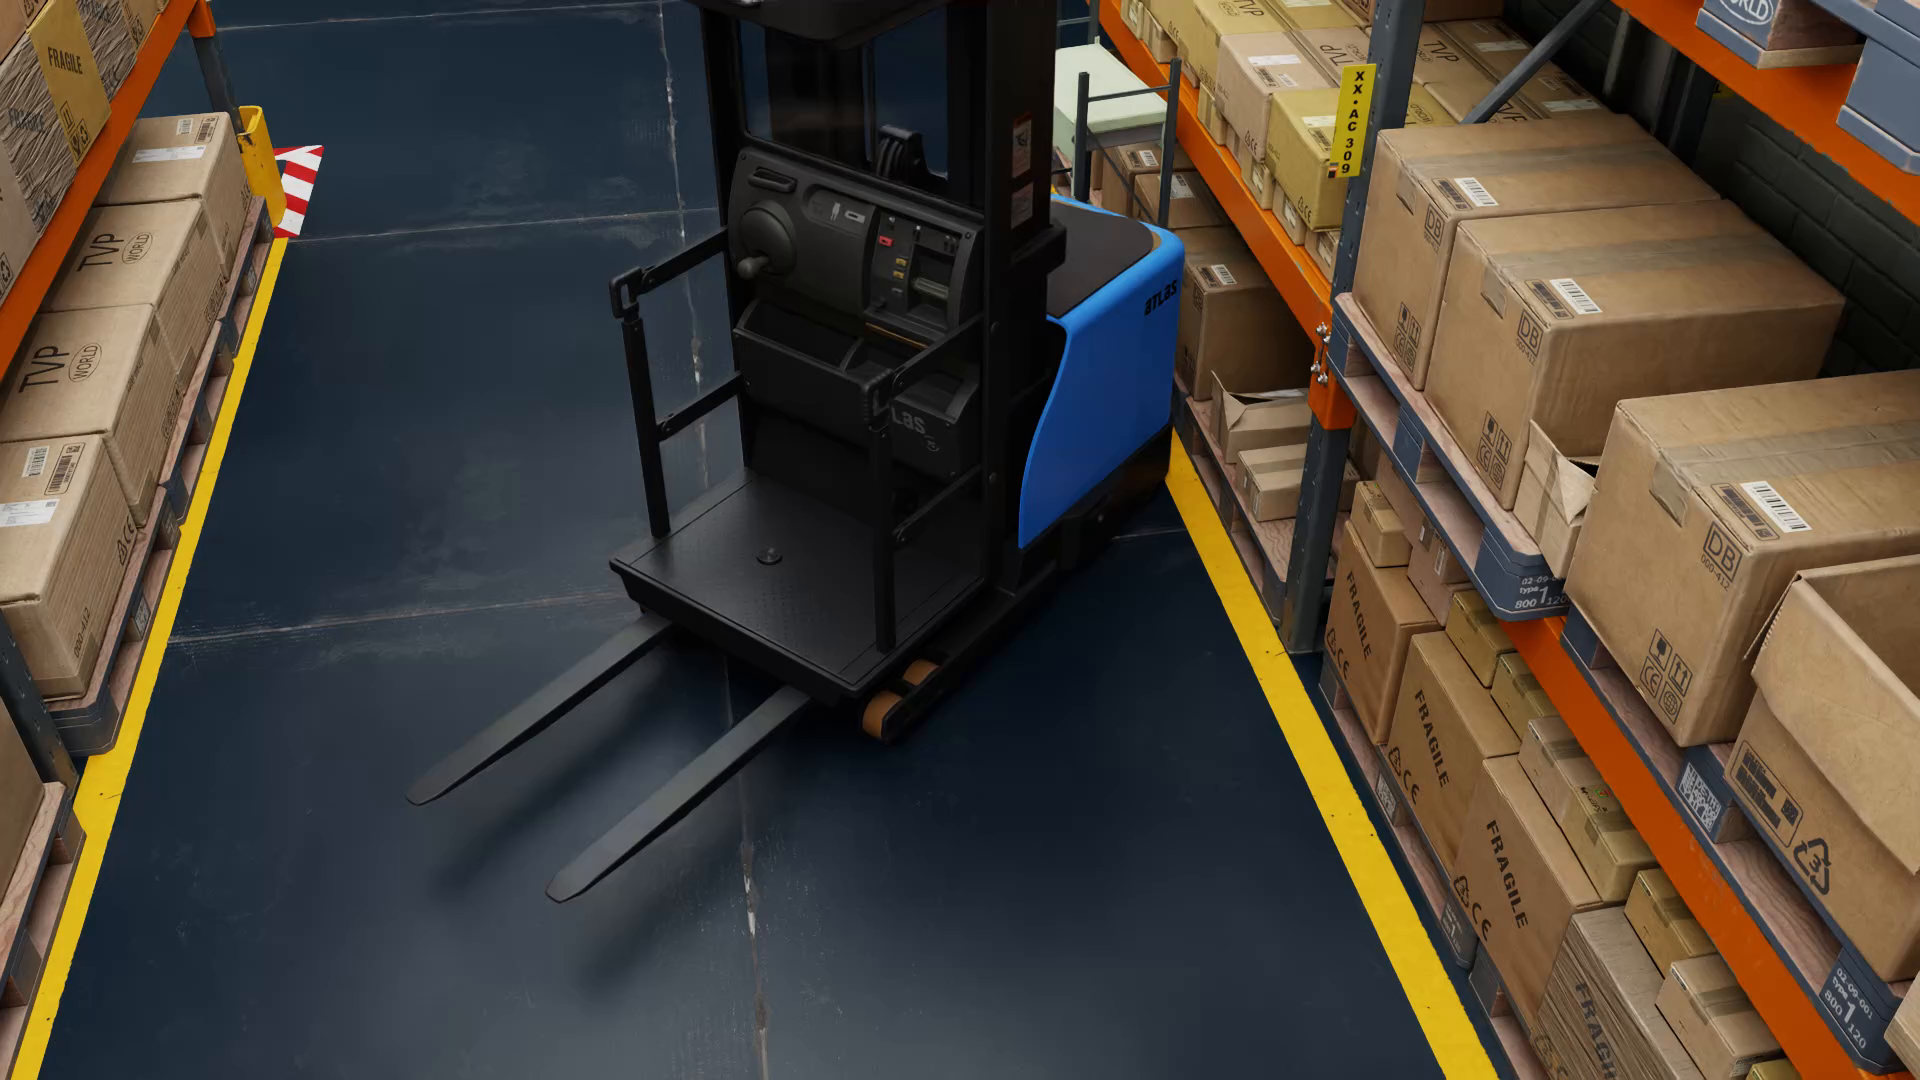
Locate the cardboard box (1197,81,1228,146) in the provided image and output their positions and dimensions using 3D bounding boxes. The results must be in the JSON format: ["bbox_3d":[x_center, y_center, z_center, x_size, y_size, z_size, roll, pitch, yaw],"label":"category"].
[{"bbox_3d":[1.082,-1.561,6.019,0.380,0.149,0.250,-7,38,-9],"label":"cardboard box"}]

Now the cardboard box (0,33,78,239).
[{"bbox_3d":[-3.261,-1.293,5.388,0.500,0.500,0.500,-6,38,-8],"label":"cardboard box"}]

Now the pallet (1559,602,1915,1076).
[{"bbox_3d":[1.970,0.445,3.389,1.003,0.211,1.213,-6,38,-8],"label":"pallet"}]

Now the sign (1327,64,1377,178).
[{"bbox_3d":[1.082,-1.152,4.582,0.100,0.325,0.005,-6,38,-8],"label":"sign"}]

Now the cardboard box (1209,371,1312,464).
[{"bbox_3d":[1.165,-0.480,6.308,0.396,0.266,0.258,-5,38,-6],"label":"cardboard box"}]

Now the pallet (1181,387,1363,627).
[{"bbox_3d":[1.495,-0.186,6.318,1.003,0.211,1.213,-6,38,-8],"label":"pallet"}]

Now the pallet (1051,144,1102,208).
[{"bbox_3d":[1.067,-1.660,8.215,1.003,0.211,1.213,-6,38,-8],"label":"pallet"}]

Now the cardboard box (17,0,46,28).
[{"bbox_3d":[-3.364,-2.006,5.491,0.500,0.500,0.500,-6,38,-8],"label":"cardboard box"}]

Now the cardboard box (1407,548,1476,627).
[{"bbox_3d":[1.540,0.097,4.847,0.380,0.149,0.250,-7,38,-9],"label":"cardboard box"}]

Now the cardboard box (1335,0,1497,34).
[{"bbox_3d":[1.610,-1.873,6.096,0.500,0.250,0.500,-5,38,-7],"label":"cardboard box"}]

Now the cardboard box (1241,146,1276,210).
[{"bbox_3d":[1.174,-1.248,5.617,0.380,0.149,0.250,-5,38,-7],"label":"cardboard box"}]

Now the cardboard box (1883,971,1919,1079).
[{"bbox_3d":[1.812,0.834,2.511,0.500,0.250,0.500,-8,39,-10],"label":"cardboard box"}]

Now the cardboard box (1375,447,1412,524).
[{"bbox_3d":[1.475,-0.186,4.969,0.380,0.149,0.250,-7,38,-9],"label":"cardboard box"}]

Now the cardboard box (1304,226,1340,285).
[{"bbox_3d":[1.310,-0.939,5.219,0.380,0.149,0.250,-6,38,-7],"label":"cardboard box"}]

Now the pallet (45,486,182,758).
[{"bbox_3d":[-3.328,0.297,5.696,1.003,0.211,1.213,-6,38,-8],"label":"pallet"}]

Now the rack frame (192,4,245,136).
[{"bbox_3d":[-3.973,-2.753,7.348,1.000,3.000,0.127,-6,38,-8],"label":"rack frame"}]

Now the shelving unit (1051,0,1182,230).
[{"bbox_3d":[0.491,-1.331,6.741,0.431,1.500,0.755,-13,40,-16],"label":"shelving unit"}]

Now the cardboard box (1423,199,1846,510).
[{"bbox_3d":[1.570,-0.449,3.959,0.700,0.500,0.500,-6,38,-7],"label":"cardboard box"}]

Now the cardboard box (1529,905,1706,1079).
[{"bbox_3d":[1.749,1.201,3.954,0.500,0.500,0.500,-8,38,-10],"label":"cardboard box"}]

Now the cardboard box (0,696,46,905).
[{"bbox_3d":[-3.084,0.702,4.290,0.875,0.875,0.875,-5,38,-7],"label":"cardboard box"}]

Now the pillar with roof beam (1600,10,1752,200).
[{"bbox_3d":[-1.858,-3.296,3.158,9.100,9.000,0.400,-6,38,-8],"label":"pillar with roof beam"}]

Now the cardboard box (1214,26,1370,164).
[{"bbox_3d":[1.183,-1.513,5.633,0.500,0.250,0.500,-6,38,-8],"label":"cardboard box"}]

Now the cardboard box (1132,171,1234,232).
[{"bbox_3d":[1.033,-1.237,7.093,0.500,0.500,0.500,-6,38,-7],"label":"cardboard box"}]

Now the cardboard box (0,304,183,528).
[{"bbox_3d":[-3.434,-0.422,6.095,0.875,0.438,0.875,-7,38,-9],"label":"cardboard box"}]

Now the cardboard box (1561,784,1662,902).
[{"bbox_3d":[1.706,0.720,4.045,0.380,0.149,0.250,-5,38,-6],"label":"cardboard box"}]

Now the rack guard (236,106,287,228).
[{"bbox_3d":[-3.977,-1.780,8.134,1.175,0.500,0.348,-6,38,-8],"label":"rack guard"}]

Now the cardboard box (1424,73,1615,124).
[{"bbox_3d":[1.794,-1.259,5.306,0.500,0.250,0.500,-7,38,-8],"label":"cardboard box"}]

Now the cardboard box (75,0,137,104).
[{"bbox_3d":[-3.455,-1.915,6.188,0.500,0.500,0.500,-5,38,-7],"label":"cardboard box"}]

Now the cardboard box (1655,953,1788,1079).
[{"bbox_3d":[1.775,1.033,3.641,0.380,0.149,0.250,-8,39,-10],"label":"cardboard box"}]

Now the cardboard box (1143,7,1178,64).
[{"bbox_3d":[0.944,-2.021,6.612,0.380,0.149,0.250,-5,38,-7],"label":"cardboard box"}]

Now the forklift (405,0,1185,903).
[{"bbox_3d":[-0.469,-0.845,4.948,1.130,2.935,3.031,25,44,28],"label":"forklift"}]

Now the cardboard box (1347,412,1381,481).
[{"bbox_3d":[1.731,-0.401,6.171,0.500,0.311,0.500,-5,38,-6],"label":"cardboard box"}]

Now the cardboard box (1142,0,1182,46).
[{"bbox_3d":[1.019,-2.127,6.423,0.500,0.250,0.500,-7,38,-9],"label":"cardboard box"}]

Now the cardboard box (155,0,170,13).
[{"bbox_3d":[-3.628,-2.529,6.979,0.500,0.500,0.500,-6,38,-8],"label":"cardboard box"}]

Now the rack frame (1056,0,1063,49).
[{"bbox_3d":[0.913,-3.289,8.038,1.000,3.000,0.127,-6,38,-8],"label":"rack frame"}]

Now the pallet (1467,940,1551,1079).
[{"bbox_3d":[2.012,1.454,4.206,1.003,0.211,1.213,-6,38,-8],"label":"pallet"}]

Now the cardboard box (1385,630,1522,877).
[{"bbox_3d":[1.581,0.585,4.747,0.500,0.500,0.500,-7,38,-9],"label":"cardboard box"}]

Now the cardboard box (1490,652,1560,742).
[{"bbox_3d":[1.658,0.414,4.438,0.380,0.149,0.250,-7,38,-9],"label":"cardboard box"}]

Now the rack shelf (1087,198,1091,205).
[{"bbox_3d":[0.491,-1.074,6.941,0.431,0.370,0.720,-13,40,-16],"label":"rack shelf"}]

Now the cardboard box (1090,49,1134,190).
[{"bbox_3d":[0.927,-2.089,8.187,0.797,0.503,0.637,-8,38,-10],"label":"cardboard box"}]

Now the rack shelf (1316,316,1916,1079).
[{"bbox_3d":[1.965,0.619,3.594,1.077,0.370,4.000,-6,38,-8],"label":"rack shelf"}]

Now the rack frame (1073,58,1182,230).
[{"bbox_3d":[0.617,-1.120,6.470,0.400,1.500,0.023,-13,40,-16],"label":"rack frame"}]

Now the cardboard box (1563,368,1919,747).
[{"bbox_3d":[1.708,0.025,3.349,0.700,0.500,0.500,-6,38,-8],"label":"cardboard box"}]

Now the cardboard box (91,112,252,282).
[{"bbox_3d":[-3.759,-1.519,7.506,0.875,0.438,0.875,-7,38,-9],"label":"cardboard box"}]

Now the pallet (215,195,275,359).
[{"bbox_3d":[-3.756,-1.177,7.593,1.003,0.211,1.213,-6,38,-8],"label":"pallet"}]
